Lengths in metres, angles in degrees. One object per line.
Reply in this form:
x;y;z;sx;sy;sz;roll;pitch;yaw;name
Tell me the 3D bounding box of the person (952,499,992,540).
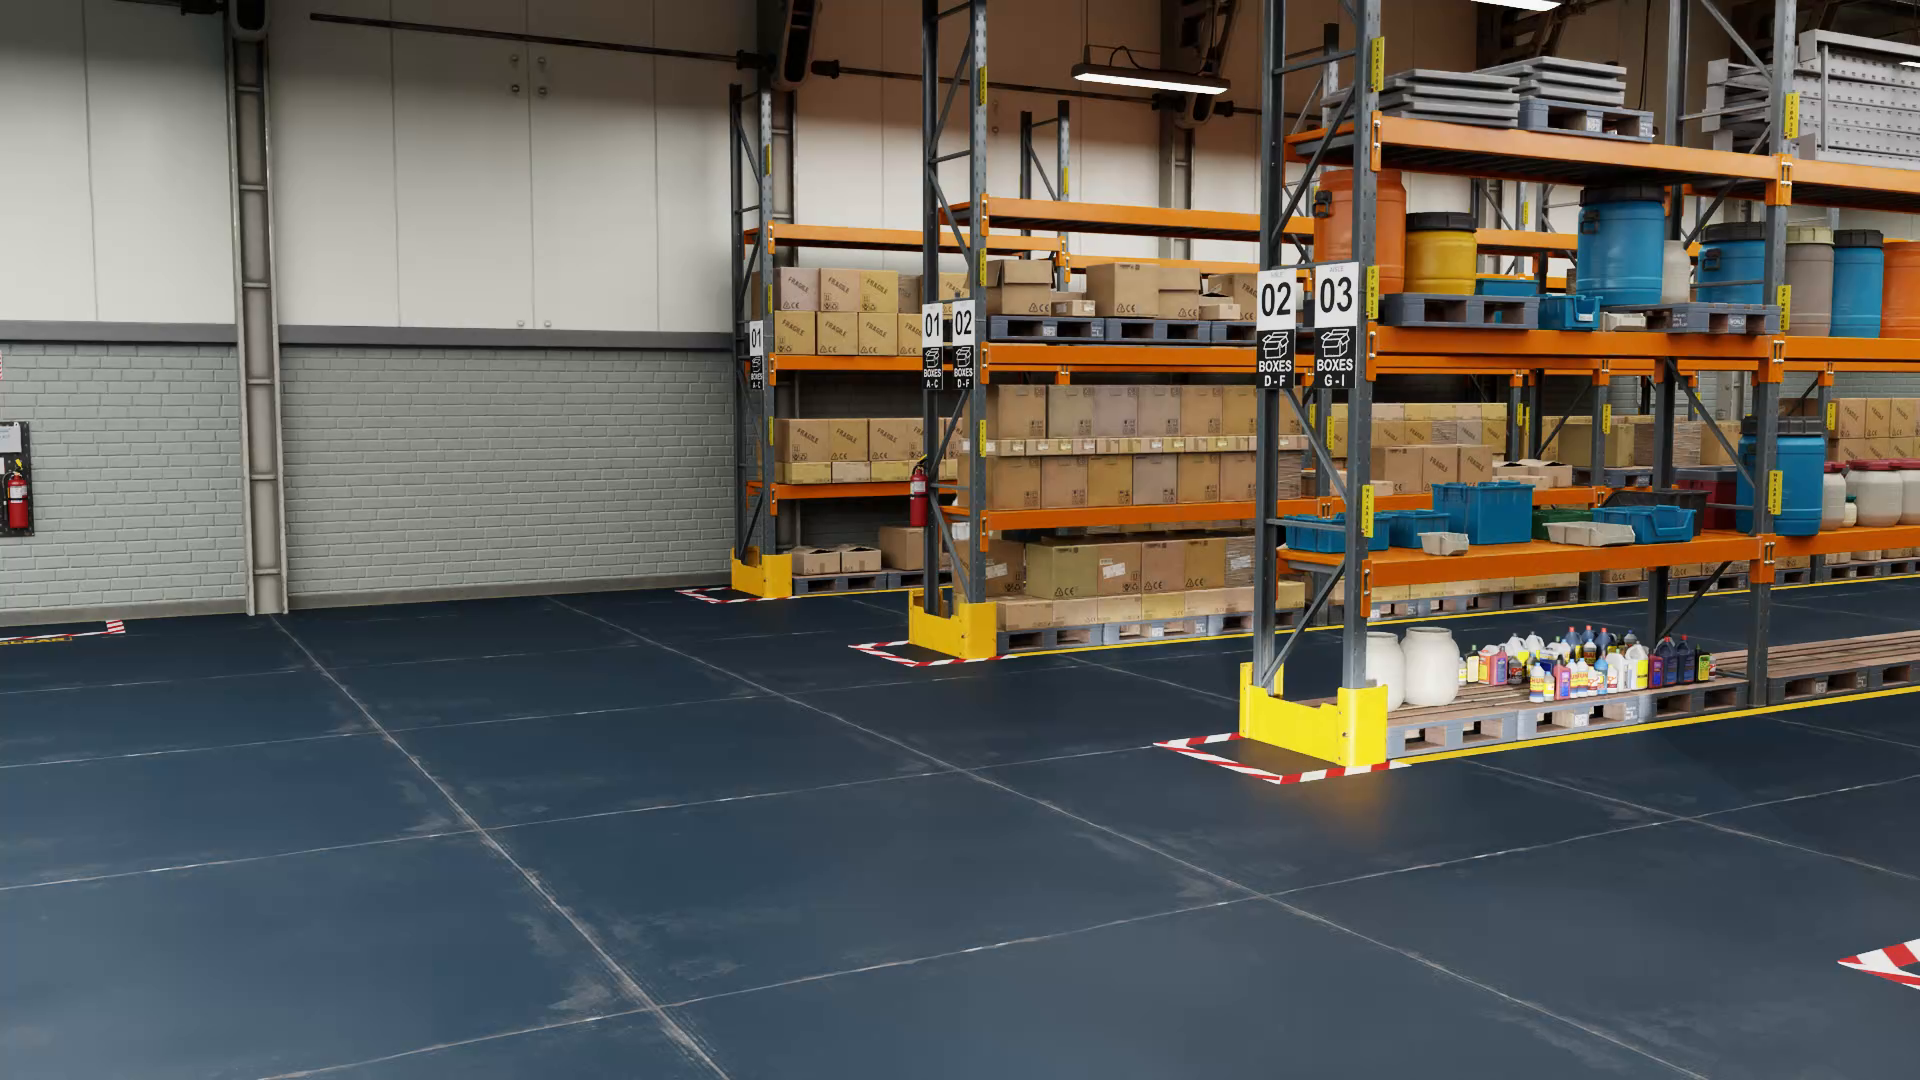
0.121;0.029;17.229;0.392;1.671;0.469;-3;6;-29;person
